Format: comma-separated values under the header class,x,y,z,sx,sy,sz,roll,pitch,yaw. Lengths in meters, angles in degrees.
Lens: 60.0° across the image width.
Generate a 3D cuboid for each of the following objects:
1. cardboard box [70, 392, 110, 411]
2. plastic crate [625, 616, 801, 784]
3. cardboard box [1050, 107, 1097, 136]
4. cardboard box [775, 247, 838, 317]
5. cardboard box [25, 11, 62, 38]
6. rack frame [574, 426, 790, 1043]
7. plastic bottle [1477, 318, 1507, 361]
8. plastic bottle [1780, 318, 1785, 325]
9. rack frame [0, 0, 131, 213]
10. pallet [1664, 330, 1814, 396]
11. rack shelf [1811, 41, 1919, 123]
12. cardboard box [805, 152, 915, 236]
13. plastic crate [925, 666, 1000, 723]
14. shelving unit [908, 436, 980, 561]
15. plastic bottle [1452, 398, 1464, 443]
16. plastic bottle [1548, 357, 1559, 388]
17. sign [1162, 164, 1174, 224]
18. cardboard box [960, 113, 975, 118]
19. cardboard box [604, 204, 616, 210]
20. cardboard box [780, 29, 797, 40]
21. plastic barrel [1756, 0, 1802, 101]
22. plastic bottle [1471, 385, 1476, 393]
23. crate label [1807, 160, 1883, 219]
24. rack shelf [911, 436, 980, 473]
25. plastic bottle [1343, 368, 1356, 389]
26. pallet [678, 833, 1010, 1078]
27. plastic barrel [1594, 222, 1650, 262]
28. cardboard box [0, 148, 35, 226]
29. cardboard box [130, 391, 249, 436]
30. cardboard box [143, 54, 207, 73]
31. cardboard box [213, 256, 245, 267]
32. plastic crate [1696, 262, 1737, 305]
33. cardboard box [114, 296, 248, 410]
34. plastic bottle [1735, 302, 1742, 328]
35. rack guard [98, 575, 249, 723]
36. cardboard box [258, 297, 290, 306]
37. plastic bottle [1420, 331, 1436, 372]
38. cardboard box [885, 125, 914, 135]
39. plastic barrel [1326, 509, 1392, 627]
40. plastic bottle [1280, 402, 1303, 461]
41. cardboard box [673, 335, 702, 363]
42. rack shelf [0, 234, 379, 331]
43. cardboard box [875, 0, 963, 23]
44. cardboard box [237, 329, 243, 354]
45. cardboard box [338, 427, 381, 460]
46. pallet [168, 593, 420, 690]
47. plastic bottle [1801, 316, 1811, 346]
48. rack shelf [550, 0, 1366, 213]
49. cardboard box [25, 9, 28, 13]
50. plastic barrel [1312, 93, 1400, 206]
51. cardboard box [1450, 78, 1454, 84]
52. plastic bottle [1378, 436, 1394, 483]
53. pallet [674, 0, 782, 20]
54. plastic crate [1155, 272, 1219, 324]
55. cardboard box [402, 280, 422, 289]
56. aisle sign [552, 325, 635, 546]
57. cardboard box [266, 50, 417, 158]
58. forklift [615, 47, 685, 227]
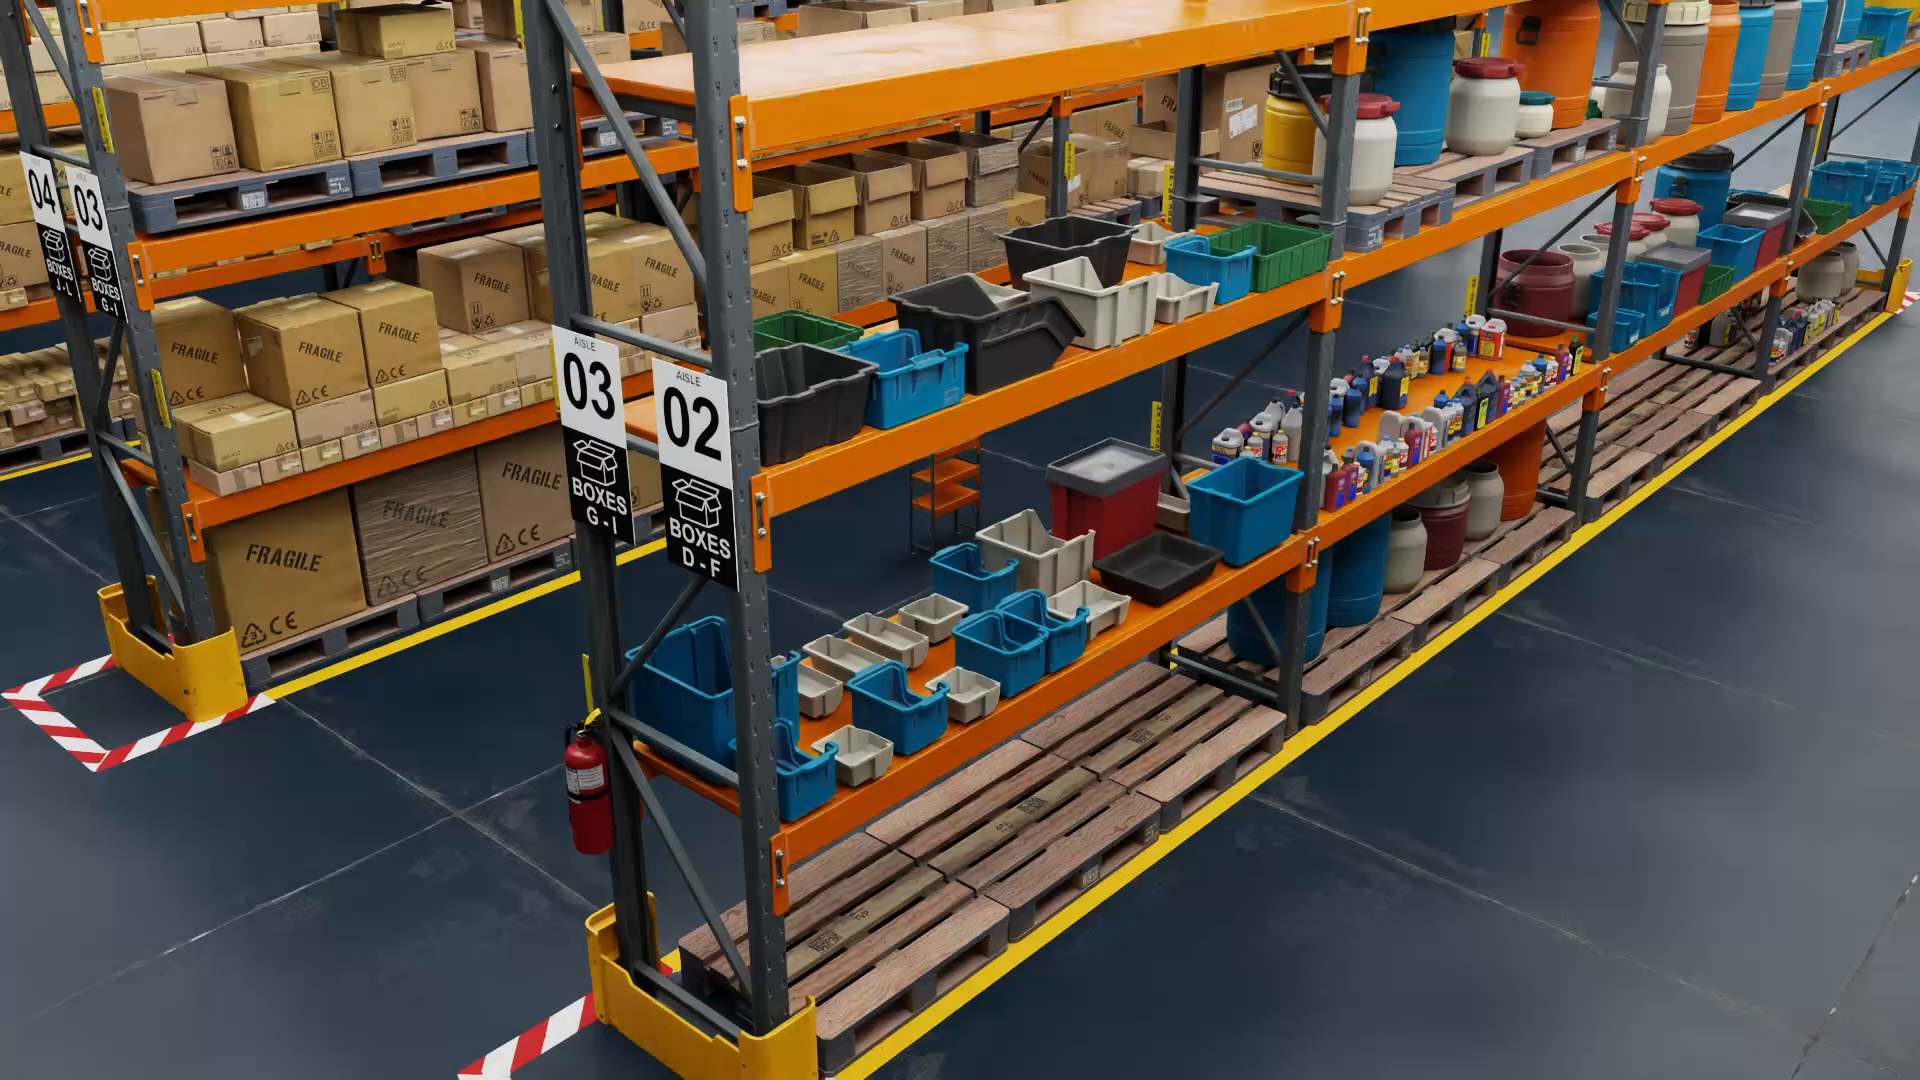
class,x,y,z,sx,sy,sz,roll,pitch,yaw
cardboard box,-7.309,-1.214,13.870,0.380,0.149,0.250,21,32,39
plastic crate,-1.025,0.659,6.969,0.616,0.435,0.499,20,31,38
cardboard box,1.266,-5.486,22.874,0.875,0.875,0.875,20,31,37
cardboard box,-1.300,-1.987,12.864,0.500,0.500,0.500,20,31,38
cardboard box,-7.116,-4.000,12.896,0.380,0.149,0.250,21,32,39
rack frame,-1.109,0.855,6.648,1.000,3.000,0.127,20,31,38
plastic bottle,3.814,-1.441,11.919,0.152,0.276,0.135,20,31,38
plastic bottle,7.754,-1.967,15.738,0.097,0.271,0.097,0,24,0
rack frame,-4.797,-3.235,8.437,1.000,3.000,0.127,20,31,38
pallet,7.379,-1.722,15.803,1.003,0.211,1.213,20,31,38
rack shelf,8.235,-4.451,15.694,1.077,0.370,4.000,20,31,38
cardboard box,-0.838,-2.816,13.487,0.797,0.503,0.637,21,32,39
plastic crate,0.029,0.681,7.285,0.250,0.136,0.298,20,31,38
shelving unit,-0.110,-0.497,11.863,0.258,1.200,0.503,20,31,38
plastic bottle,3.089,-0.752,10.390,0.097,0.271,0.097,0,24,0
plastic bottle,4.033,-1.151,11.366,0.097,0.201,0.097,0,24,0
sign,1.152,-1.887,9.087,0.100,0.325,0.005,20,31,38
cardboard box,-0.177,-5.723,21.135,0.875,0.550,0.550,20,31,38
cardboard box,-3.725,-3.569,18.140,0.500,0.250,0.500,18,30,35
cardboard box,-2.682,-7.567,24.945,0.500,0.500,0.500,21,31,38
plastic barrel,6.286,-3.985,13.163,0.600,0.901,0.600,0,24,0
plastic bottle,3.257,-0.861,10.617,0.061,0.283,0.133,20,31,38
crate label,8.542,-3.401,16.097,0.502,0.435,0.616,20,31,38
rack shelf,-0.110,-0.640,11.799,0.258,0.148,0.480,20,31,38
plastic bottle,2.528,-0.978,10.879,0.061,0.283,0.133,20,31,38
pallet,-0.530,1.887,7.755,1.003,0.211,1.213,20,31,38
plastic barrel,5.320,-2.276,13.465,0.433,0.535,0.433,0,24,0
cardboard box,-7.594,-2.740,12.958,0.500,0.500,0.500,21,32,39
cardboard box,-4.672,-0.785,10.125,0.500,0.250,0.500,20,31,37
cardboard box,-6.561,-3.874,13.713,0.500,0.250,0.500,20,31,37
cardboard box,-6.433,-2.499,14.437,0.380,0.149,0.250,19,30,35
plastic crate,5.948,-2.097,13.490,0.450,0.188,0.662,20,31,38
cardboard box,-4.668,-1.127,9.972,0.500,0.500,0.500,21,31,38
plastic bottle,7.552,-2.174,16.186,0.061,0.283,0.133,20,31,38
rack guard,-4.813,0.651,10.159,1.175,0.500,0.348,20,31,38
cardboard box,-6.366,-2.147,15.588,0.380,0.149,0.250,22,32,40
plastic bottle,3.269,-1.316,11.633,0.061,0.283,0.133,20,31,38
cardboard box,-0.901,-5.198,20.026,0.500,0.500,0.500,20,31,37
plastic barrel,2.409,0.025,10.550,0.600,0.901,0.708,20,31,38
plastic bottle,2.038,-0.671,10.112,0.144,0.351,0.185,20,31,38
cardboard box,-2.087,-1.419,12.027,0.380,0.149,0.250,20,31,38
rack shelf,-7.089,-2.164,14.259,1.077,0.370,4.000,20,31,38
cardboard box,-0.322,-4.048,13.282,0.500,0.500,0.500,22,32,40
cardboard box,-6.443,-1.752,14.706,0.380,0.149,0.250,18,30,35
cardboard box,-3.801,-0.637,10.283,0.380,0.149,0.250,20,31,37
pallet,-4.322,0.510,10.826,1.003,0.211,1.213,20,31,38
plastic bottle,8.015,-1.991,15.779,0.061,0.283,0.133,22,32,40
rack shelf,0.226,-1.981,7.008,1.077,0.370,4.000,20,31,38
cardboard box,-7.542,-4.156,13.242,0.380,0.149,0.250,21,32,39
plastic barrel,2.099,-2.078,8.843,0.433,0.535,0.433,0,24,0
cardboard box,5.494,-5.393,20.098,0.875,0.500,0.500,20,31,38
plastic bottle,2.495,-0.481,9.785,0.097,0.271,0.097,0,24,0
pallet,-2.694,-5.813,18.084,1.213,0.211,1.003,22,32,40
plastic crate,0.995,-1.121,7.710,0.293,0.136,0.466,20,31,38
cardboard box,-5.063,-2.305,16.237,0.500,0.500,0.500,22,32,39
aisle sign,-1.375,-0.389,6.245,0.394,0.787,0.004,20,31,38
cardboard box,-3.716,-2.631,9.999,0.700,0.500,0.500,18,30,34
forklift,-2.754,-3.254,15.895,1.130,2.935,3.031,-7,25,-16
